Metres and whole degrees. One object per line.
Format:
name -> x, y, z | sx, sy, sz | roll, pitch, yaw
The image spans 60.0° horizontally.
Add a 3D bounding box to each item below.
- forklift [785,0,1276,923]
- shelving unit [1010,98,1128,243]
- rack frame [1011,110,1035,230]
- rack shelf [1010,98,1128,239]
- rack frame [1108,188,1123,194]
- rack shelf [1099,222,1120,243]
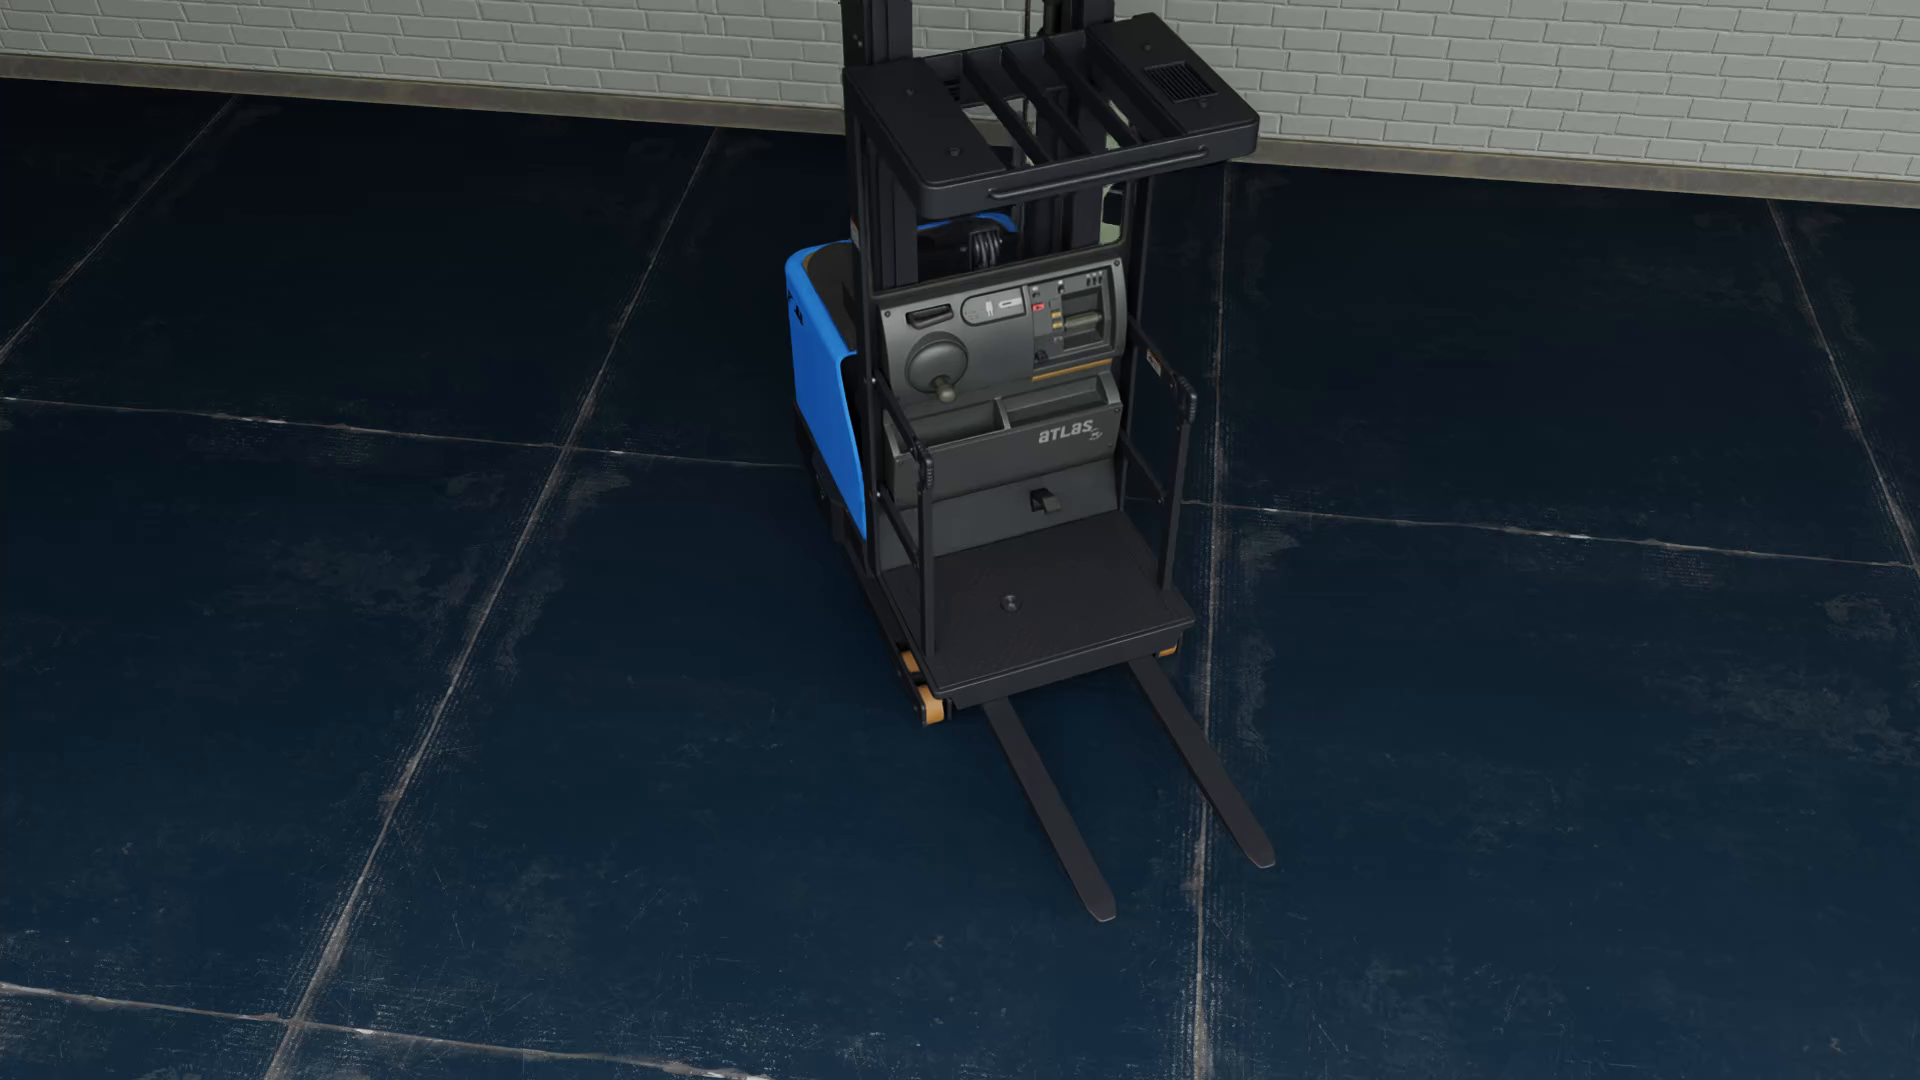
forklift -> 0.245, -0.671, 5.849 | 1.130, 2.935, 3.031 | -15, 45, -15
shelving unit -> 0.549, -1.445, 7.707 | 0.431, 1.500, 0.755 | 15, 46, 16
rack frame -> 0.414, -1.211, 7.460 | 0.400, 1.500, 0.023 | 15, 46, 16
rack shelf -> 0.549, -1.728, 7.439 | 0.431, 0.370, 0.720 | 15, 46, 16
rack frame -> 0.684, -1.679, 7.954 | 0.400, 1.500, 0.023 | 15, 46, 16
rack shelf -> 0.549, -1.208, 7.932 | 0.431, 0.370, 0.720 | 15, 46, 16
